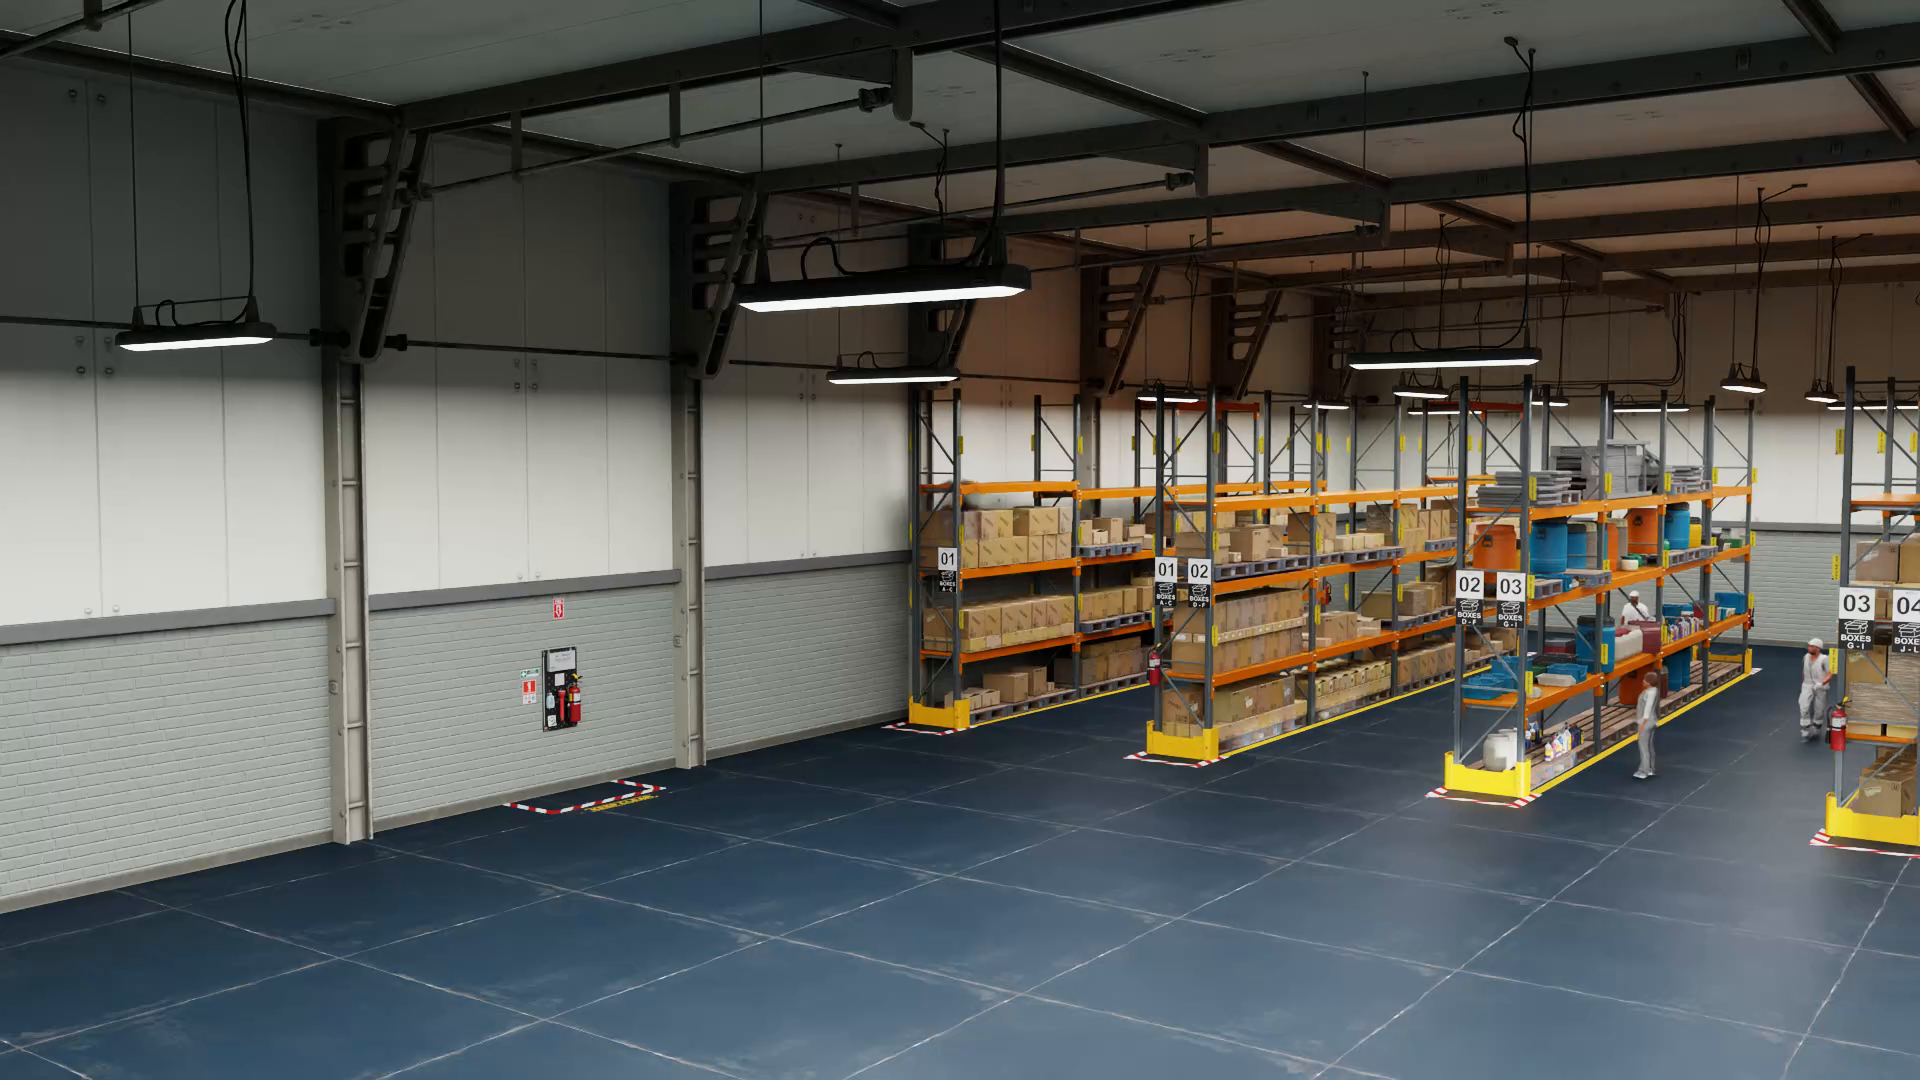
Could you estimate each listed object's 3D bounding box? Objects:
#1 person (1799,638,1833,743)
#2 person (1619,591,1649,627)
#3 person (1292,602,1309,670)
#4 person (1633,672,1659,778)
[{"bbox_3d":[14.505,2.548,28.157,0.508,1.789,0.880,2,4,35],"label":"person"},{"bbox_3d":[15.134,2.006,37.417,0.646,1.730,0.986,3,4,41],"label":"person"},{"bbox_3d":[7.316,2.156,35.335,0.588,1.729,0.784,3,4,41],"label":"person"},{"bbox_3d":[10.332,2.780,25.061,0.367,1.609,0.423,3,4,39],"label":"person"}]
